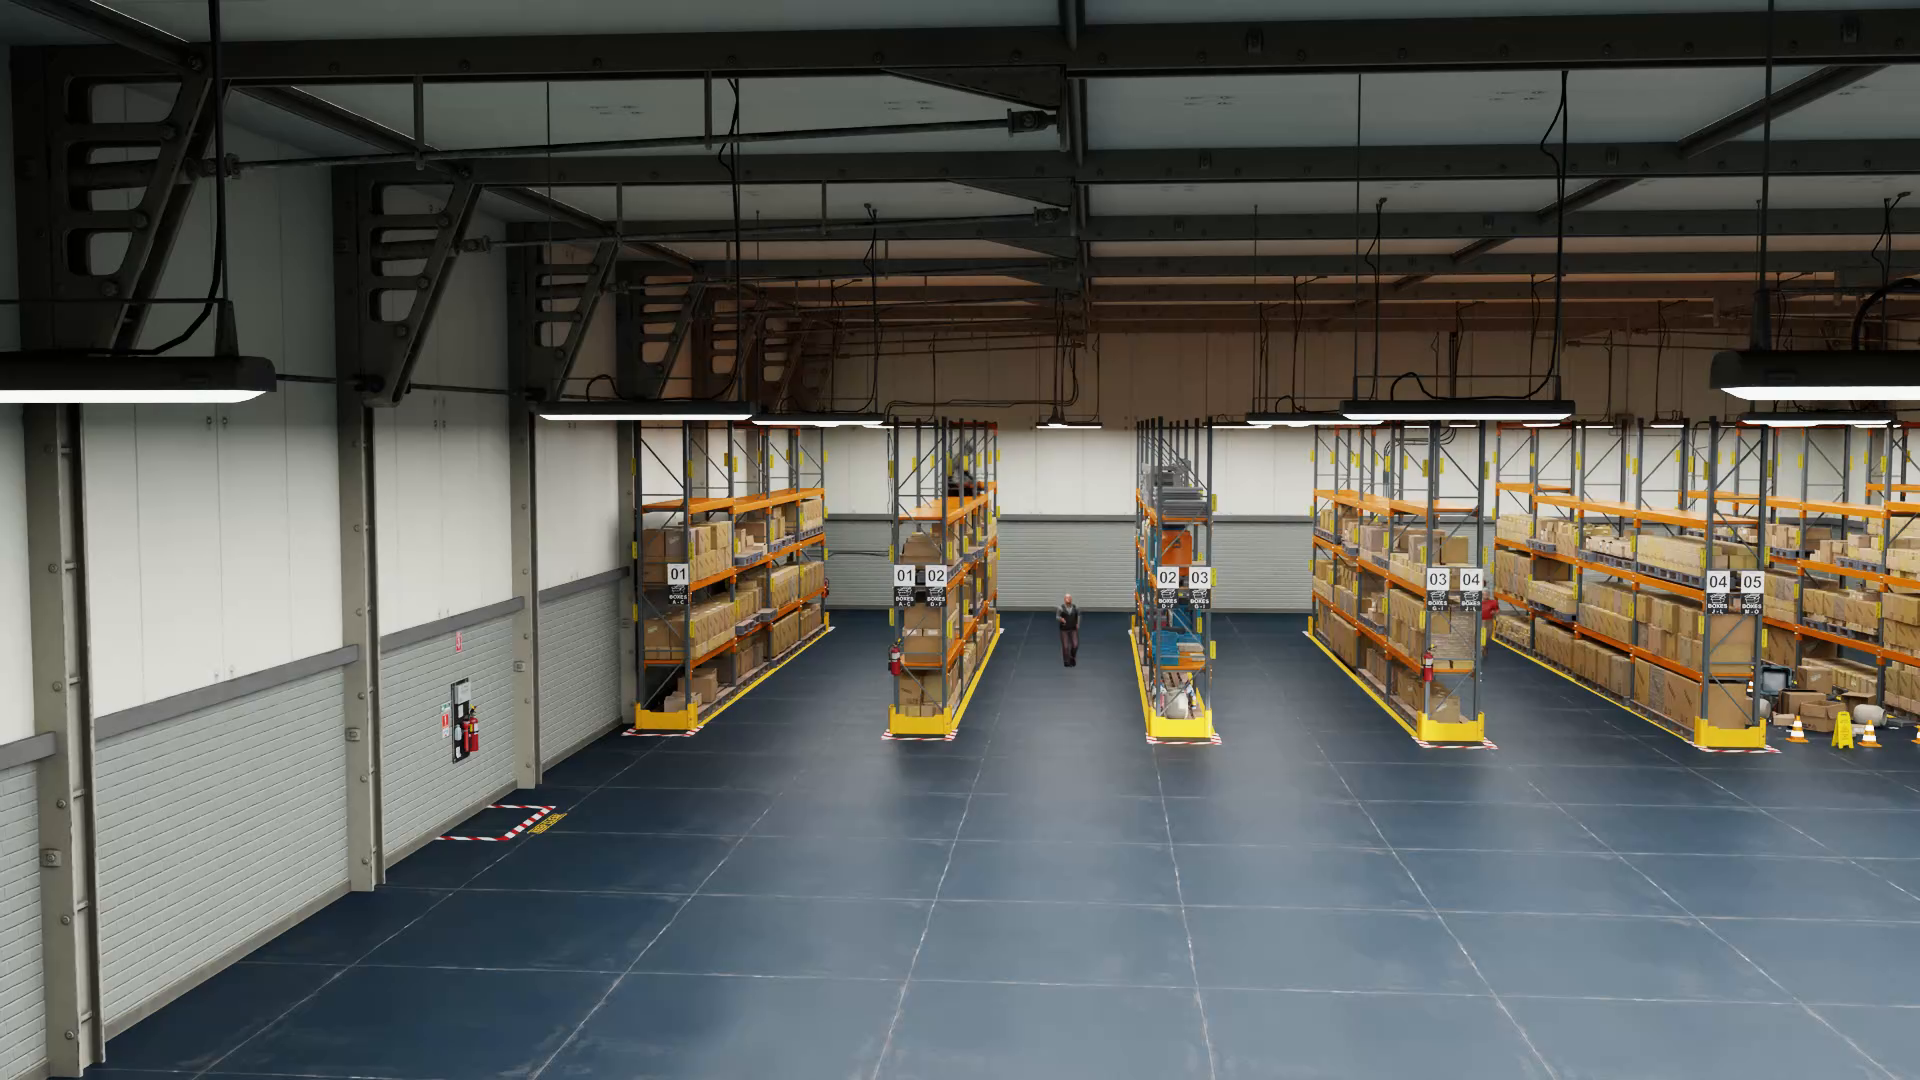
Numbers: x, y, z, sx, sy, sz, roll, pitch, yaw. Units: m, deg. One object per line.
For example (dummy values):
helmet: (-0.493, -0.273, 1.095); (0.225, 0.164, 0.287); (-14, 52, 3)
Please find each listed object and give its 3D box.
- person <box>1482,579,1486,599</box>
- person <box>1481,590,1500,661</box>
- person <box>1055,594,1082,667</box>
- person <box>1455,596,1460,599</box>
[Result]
person: (14.831, 1.876, 47.587); (0.605, 1.528, 0.633); (1, 4, 11)
person: (13.225, 2.159, 41.773); (0.625, 1.810, 0.779); (1, 4, 10)
person: (2.522, 2.094, 38.268); (0.638, 1.688, 0.626); (0, 4, -4)
person: (13.470, 1.882, 45.956); (0.747, 1.691, 0.553); (2, 4, 32)
